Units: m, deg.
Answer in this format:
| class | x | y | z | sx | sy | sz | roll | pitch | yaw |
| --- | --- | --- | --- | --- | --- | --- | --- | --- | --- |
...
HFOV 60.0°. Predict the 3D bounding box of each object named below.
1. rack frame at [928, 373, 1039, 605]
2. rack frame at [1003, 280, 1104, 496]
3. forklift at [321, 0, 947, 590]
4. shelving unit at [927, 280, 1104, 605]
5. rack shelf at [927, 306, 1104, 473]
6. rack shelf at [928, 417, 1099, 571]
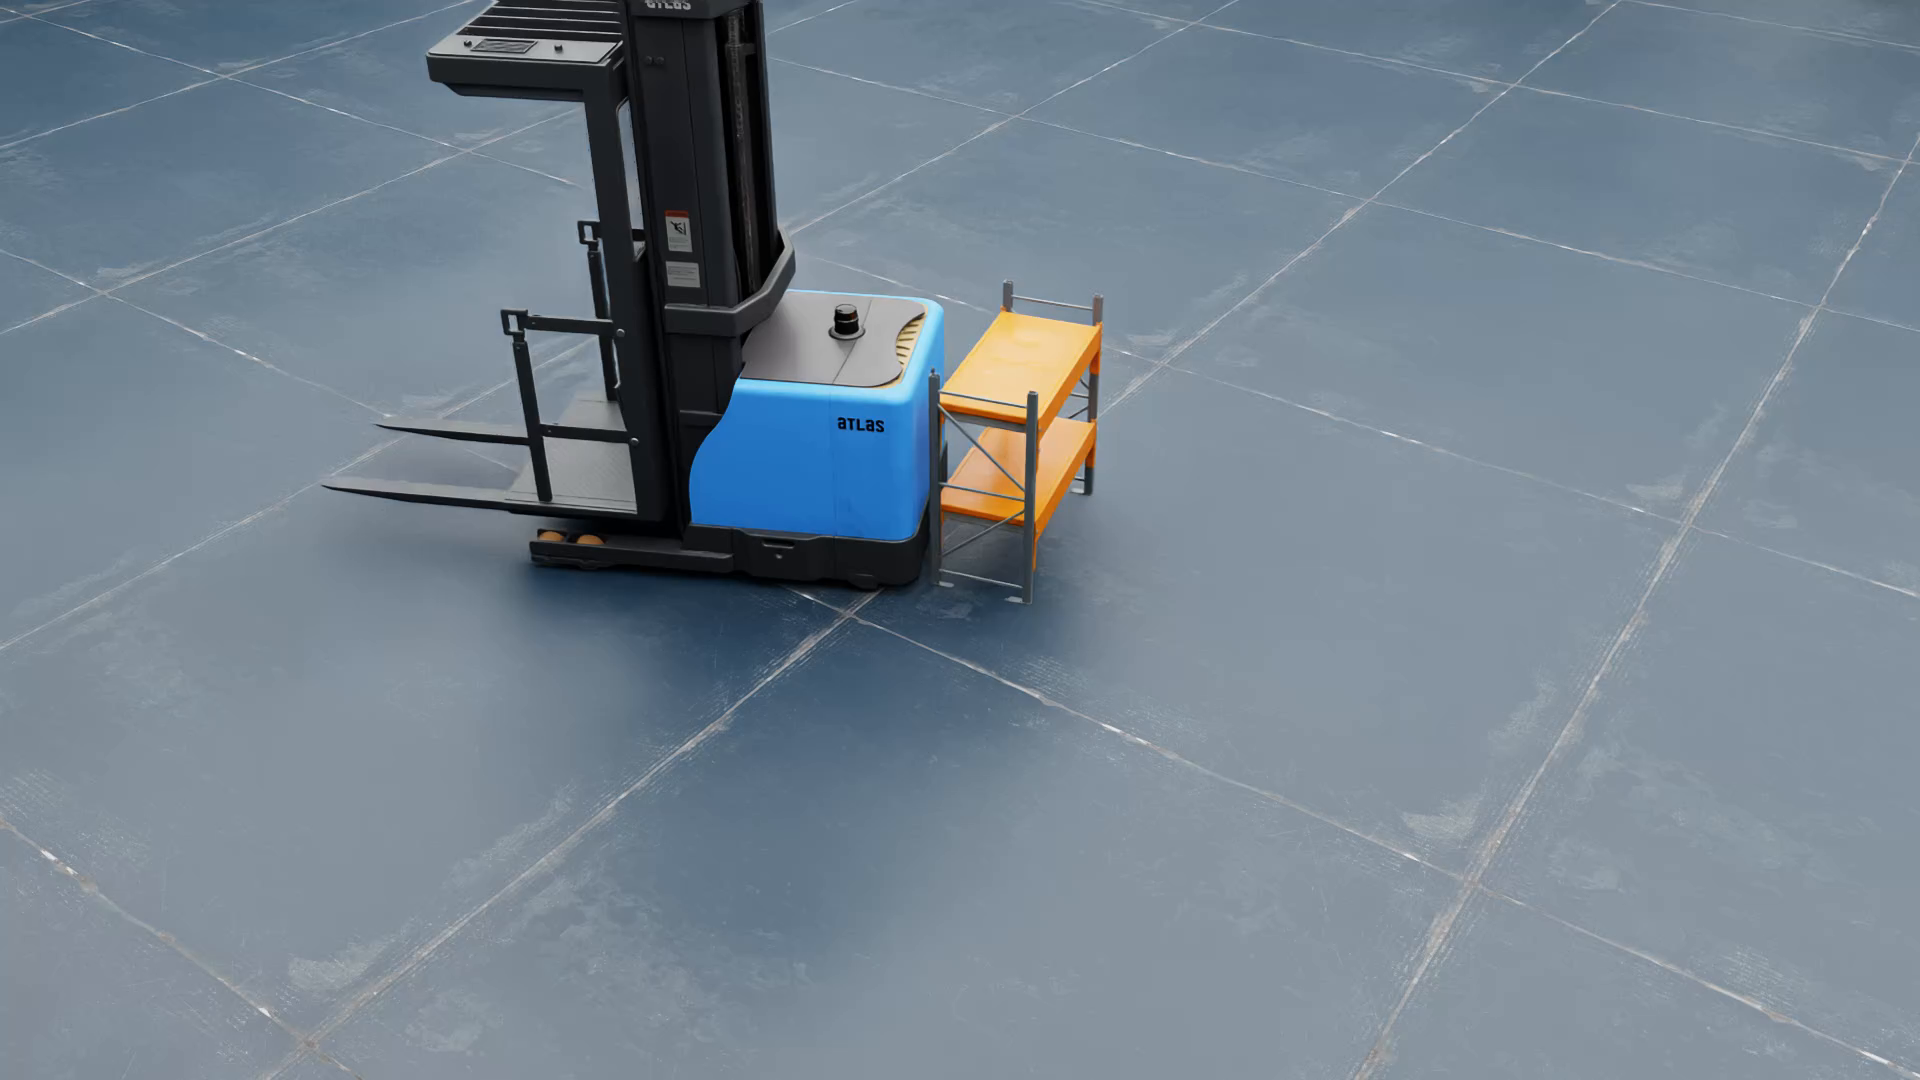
| class | x | y | z | sx | sy | sz | roll | pitch | yaw |
| --- | --- | --- | --- | --- | --- | --- | --- | --- | --- |
| rack frame | 0.100 | -0.215 | 7.564 | 0.500 | 1.125 | 0.032 | 12 | 36 | 17 |
| rack frame | 0.450 | -0.750 | 8.355 | 0.500 | 1.125 | 0.032 | 12 | 36 | 17 |
| forklift | -1.627 | -1.357 | 7.640 | 3.031 | 2.935 | 1.130 | 5 | 34 | 7 |
| shelving unit | 0.275 | -0.483 | 7.960 | 0.538 | 1.125 | 1.048 | 12 | 36 | 17 |
| rack shelf | 0.275 | -0.725 | 7.796 | 0.538 | 0.278 | 1.000 | 12 | 36 | 17 |
| rack shelf | 0.275 | -0.280 | 8.097 | 0.538 | 0.278 | 1.000 | 12 | 36 | 17 |
